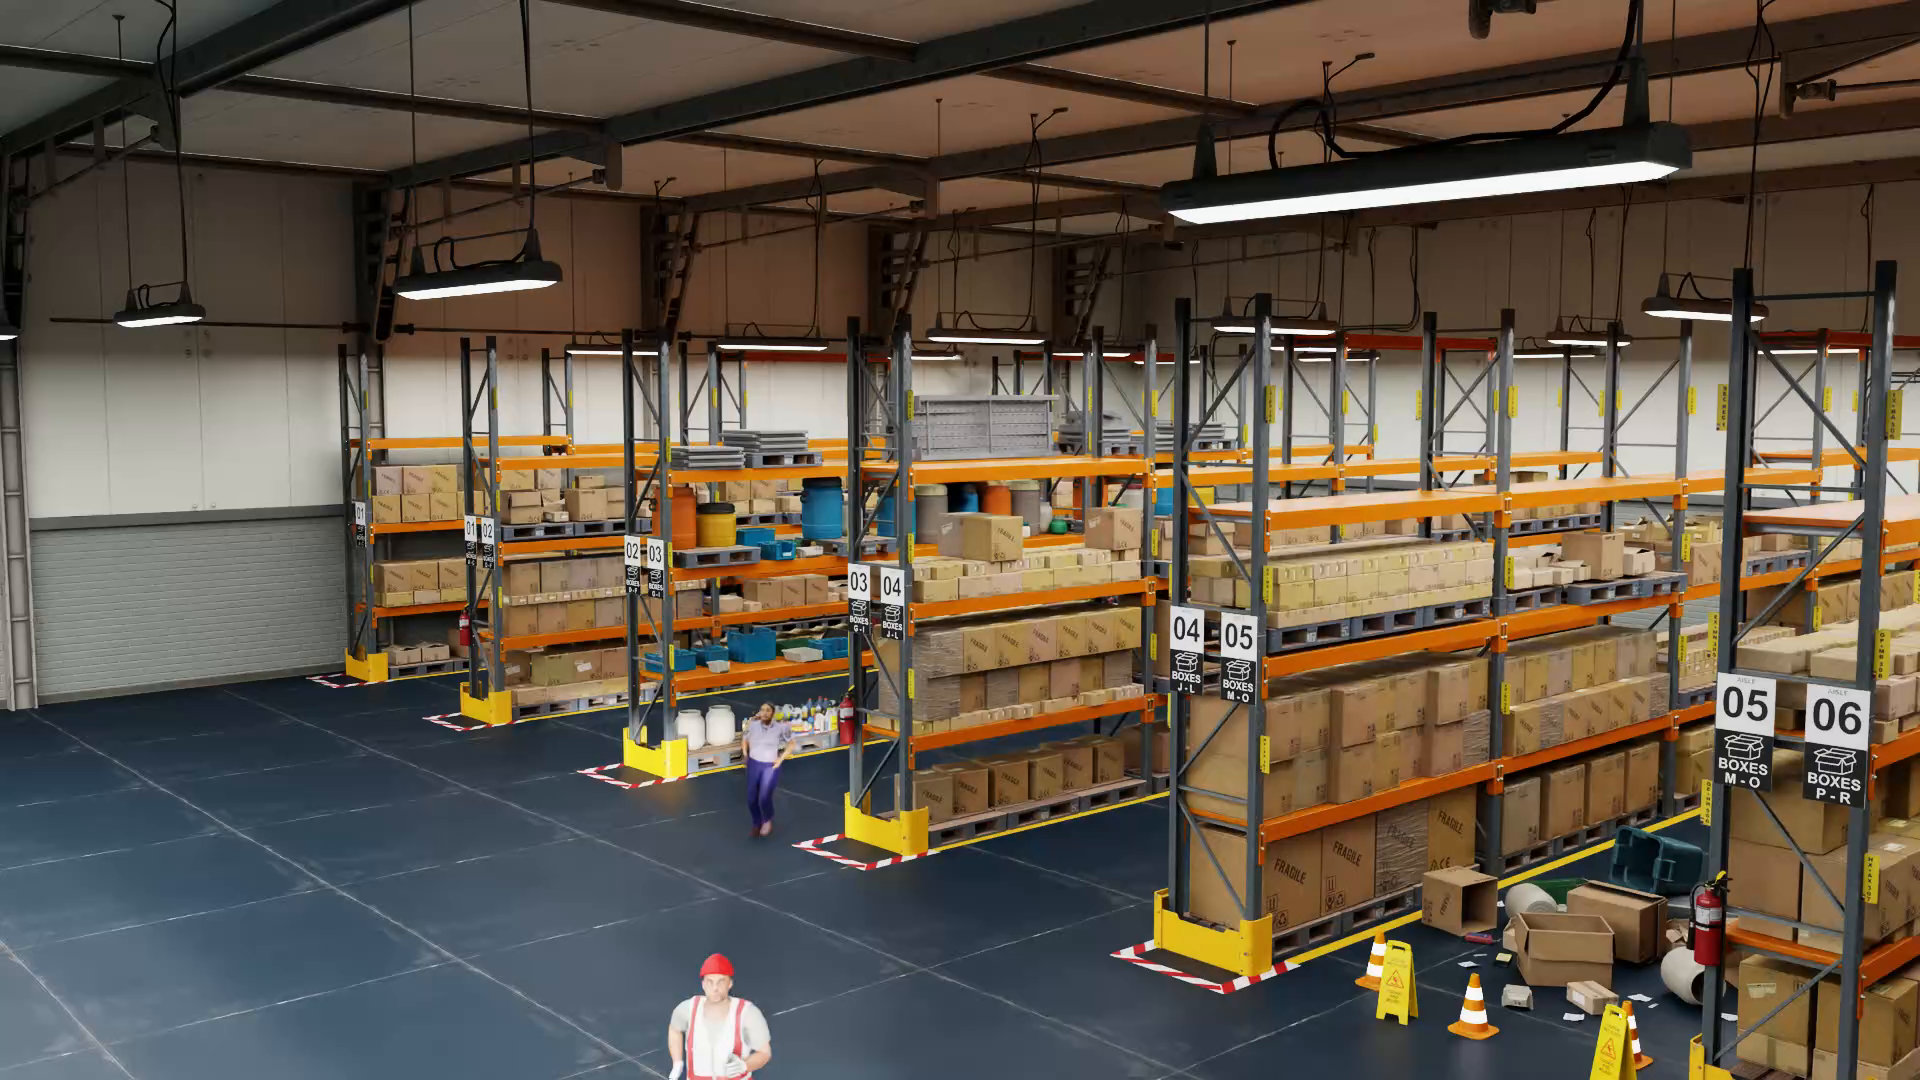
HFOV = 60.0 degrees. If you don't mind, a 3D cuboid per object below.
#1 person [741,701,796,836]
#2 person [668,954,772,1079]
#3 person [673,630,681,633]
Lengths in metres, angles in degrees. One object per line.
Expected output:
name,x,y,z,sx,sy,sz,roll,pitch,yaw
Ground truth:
person,-2.246,2.653,19.151,0.615,1.602,0.585,1,5,15
person,-1.446,3.373,9.972,0.640,1.824,0.814,0,5,-2
person,-5.266,1.655,30.221,0.697,1.683,0.572,-5,7,-44
